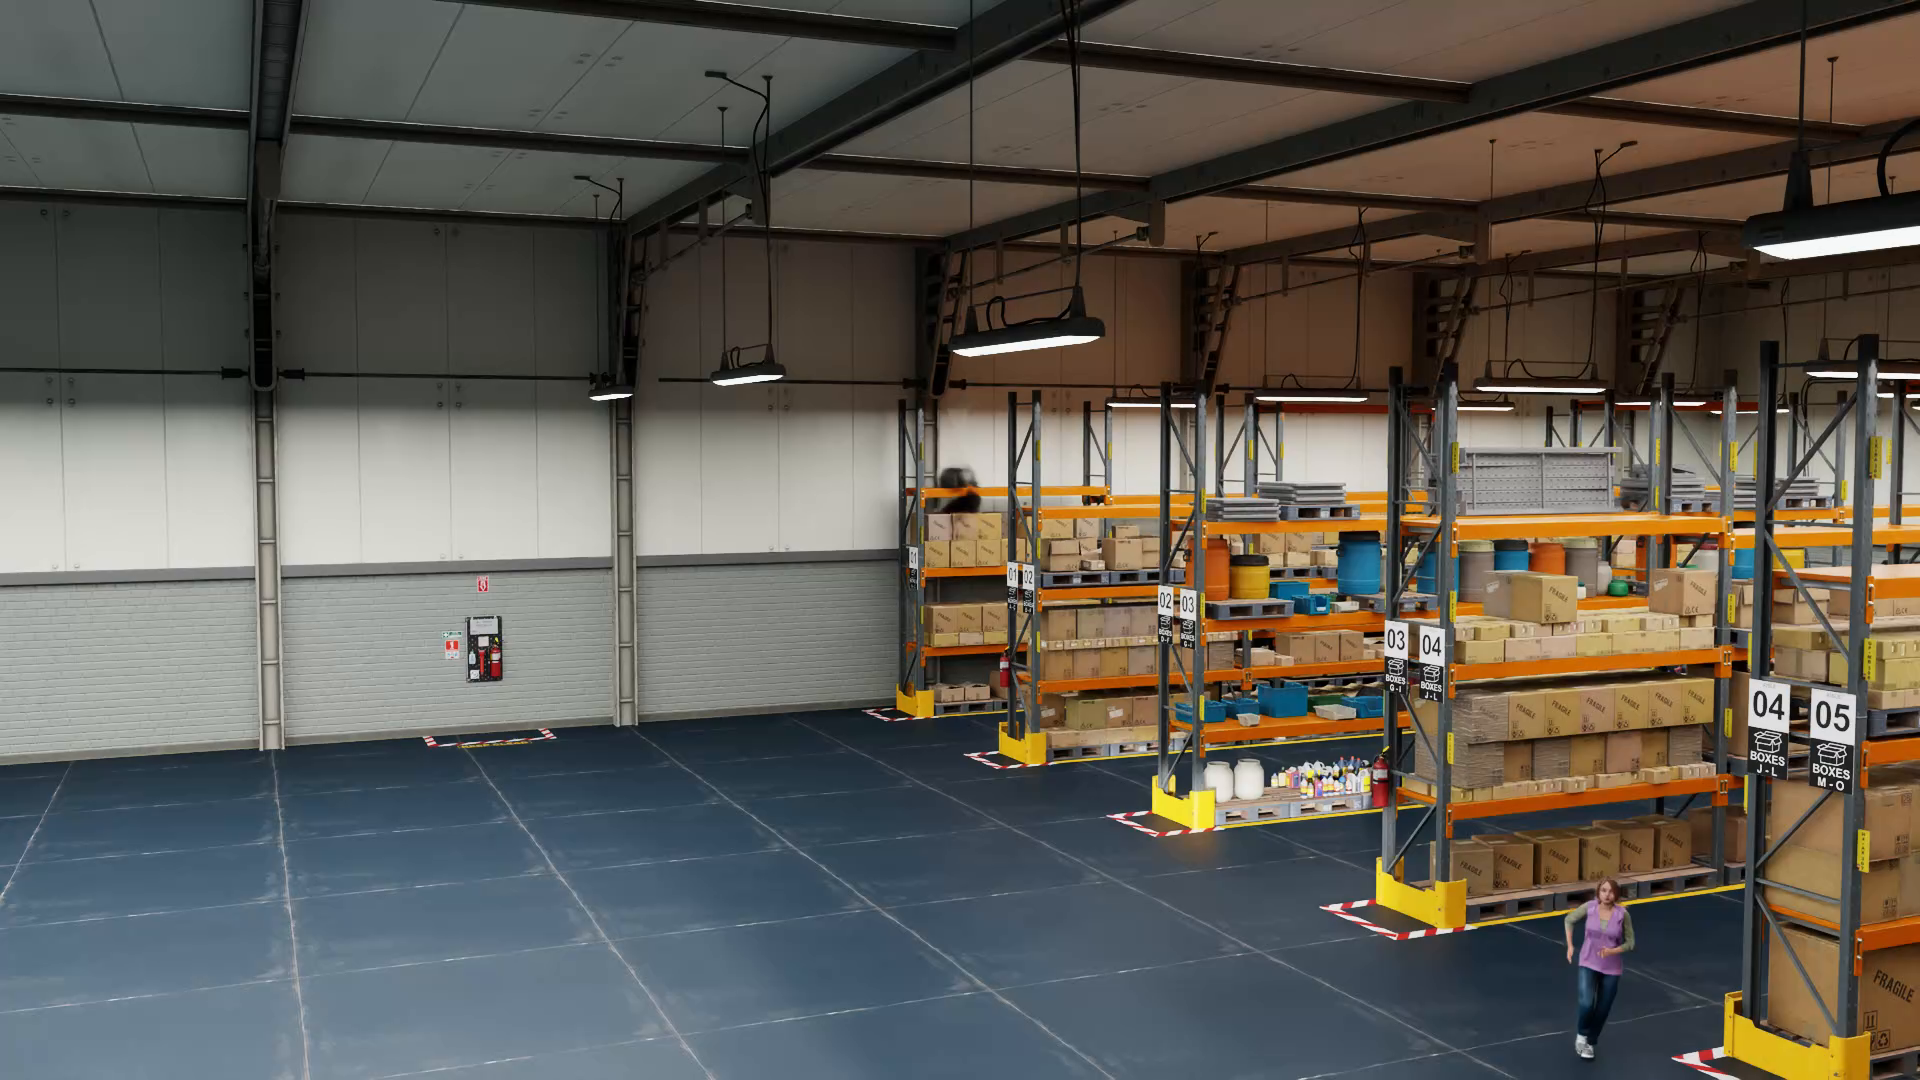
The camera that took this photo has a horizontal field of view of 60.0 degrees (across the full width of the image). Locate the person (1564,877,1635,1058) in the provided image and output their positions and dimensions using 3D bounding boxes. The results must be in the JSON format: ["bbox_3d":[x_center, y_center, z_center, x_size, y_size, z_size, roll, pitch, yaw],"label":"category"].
[{"bbox_3d":[5.319,3.568,13.817,0.534,1.548,0.536,1,3,15],"label":"person"}]
